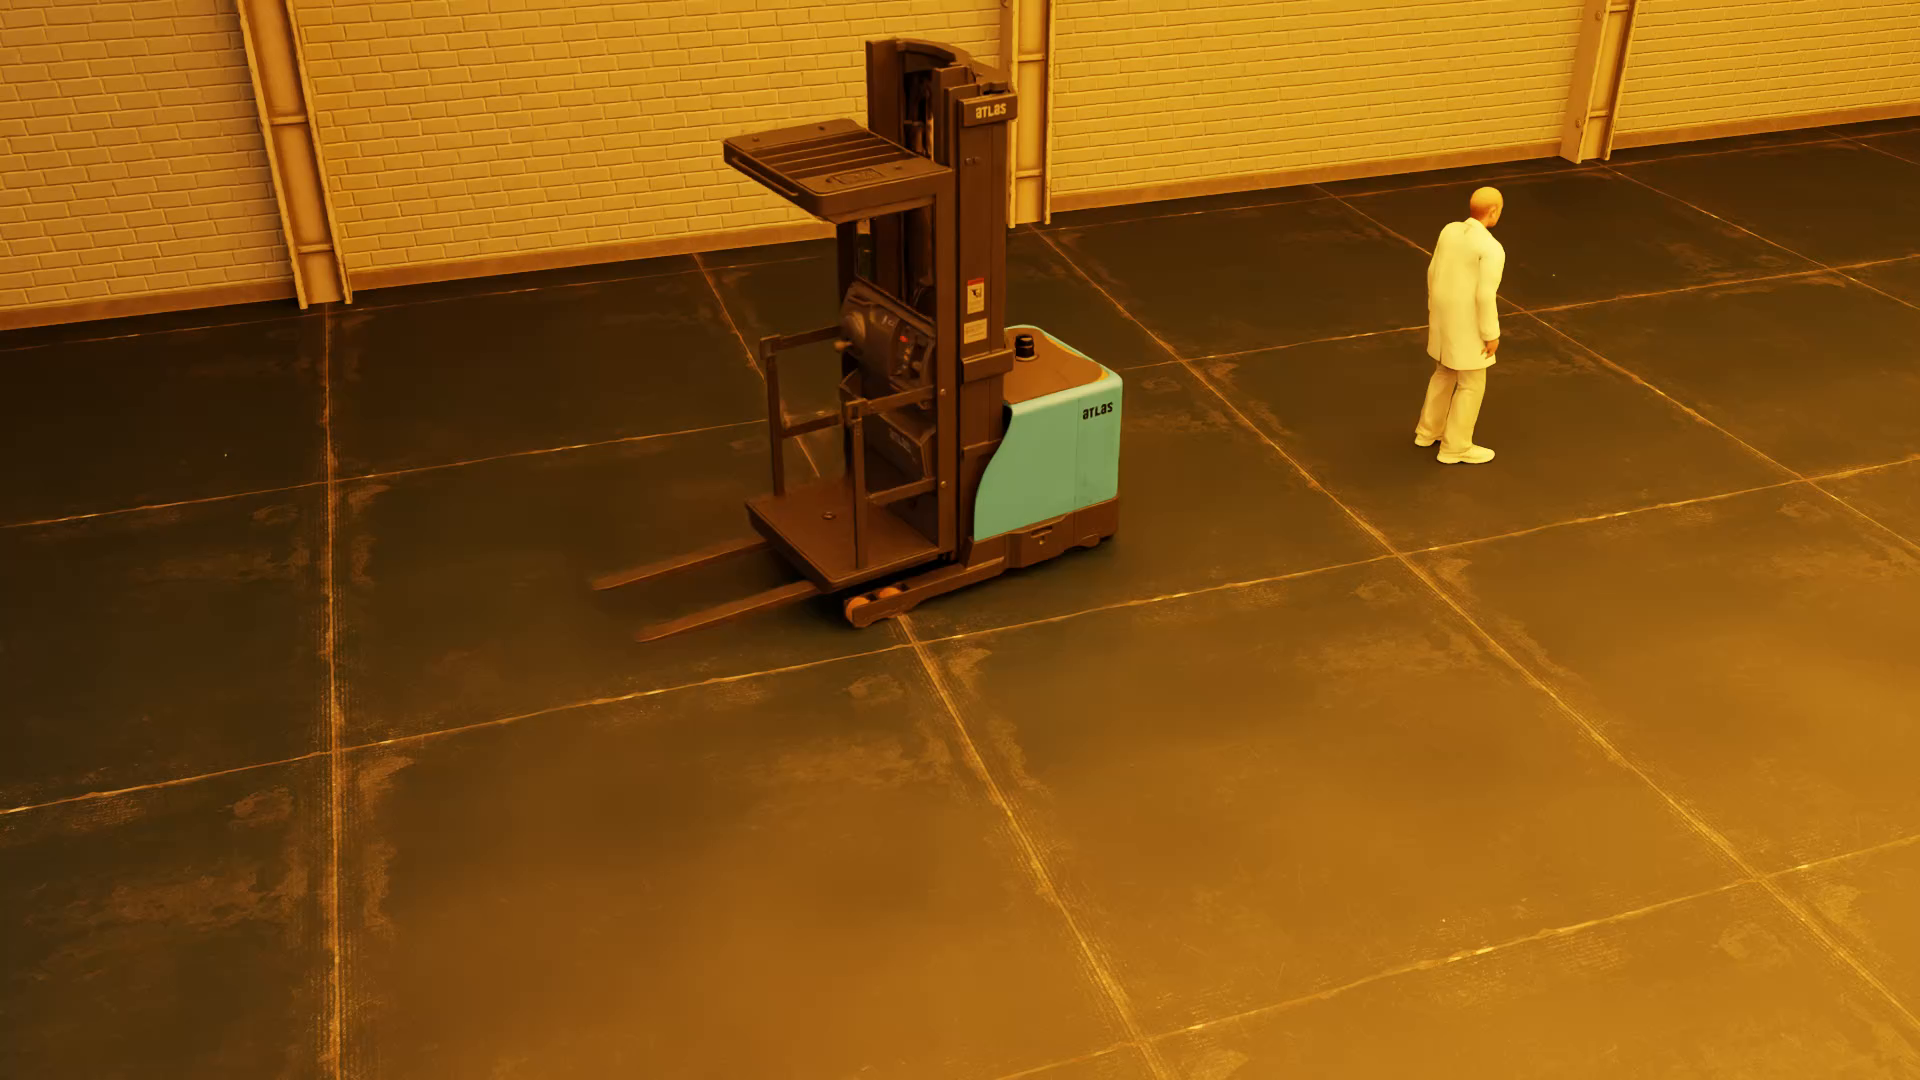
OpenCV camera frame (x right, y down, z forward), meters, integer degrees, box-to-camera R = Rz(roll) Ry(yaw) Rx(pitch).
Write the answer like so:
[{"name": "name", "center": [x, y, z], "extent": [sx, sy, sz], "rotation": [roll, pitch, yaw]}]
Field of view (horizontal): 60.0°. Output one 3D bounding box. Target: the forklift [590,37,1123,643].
[{"name": "forklift", "center": [-0.575, -1.086, 8.975], "extent": [3.031, 2.935, 1.130], "rotation": [-17, 34, -27]}]

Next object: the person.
[{"name": "person", "center": [3.226, -1.384, 10.654], "extent": [0.436, 1.772, 0.644], "rotation": [-11, 32, -19]}]
